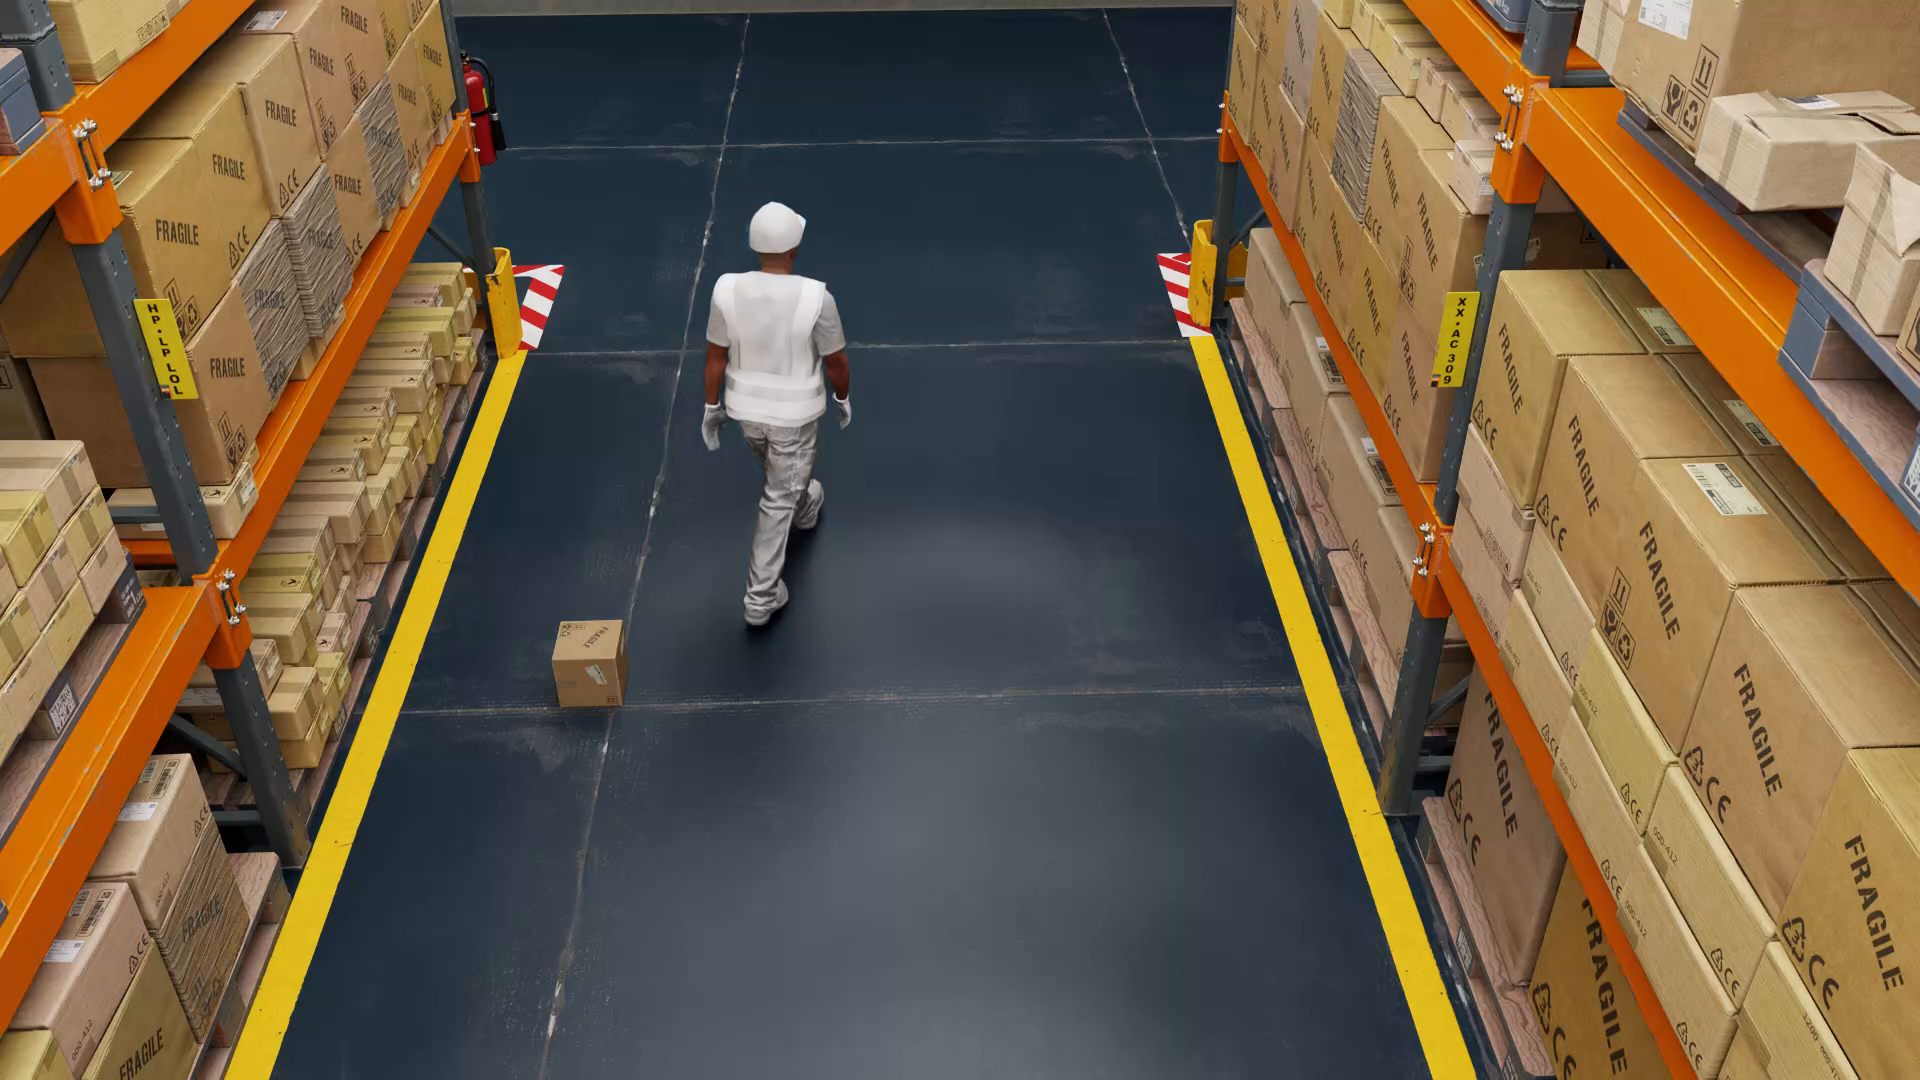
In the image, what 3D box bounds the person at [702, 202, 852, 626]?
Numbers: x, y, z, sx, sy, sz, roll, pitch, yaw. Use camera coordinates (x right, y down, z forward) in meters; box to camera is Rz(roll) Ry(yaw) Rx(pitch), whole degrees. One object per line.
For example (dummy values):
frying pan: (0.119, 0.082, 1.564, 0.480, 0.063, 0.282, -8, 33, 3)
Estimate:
person: (-0.730, -0.606, 6.990, 0.575, 1.717, 1.056, 11, 37, 16)
